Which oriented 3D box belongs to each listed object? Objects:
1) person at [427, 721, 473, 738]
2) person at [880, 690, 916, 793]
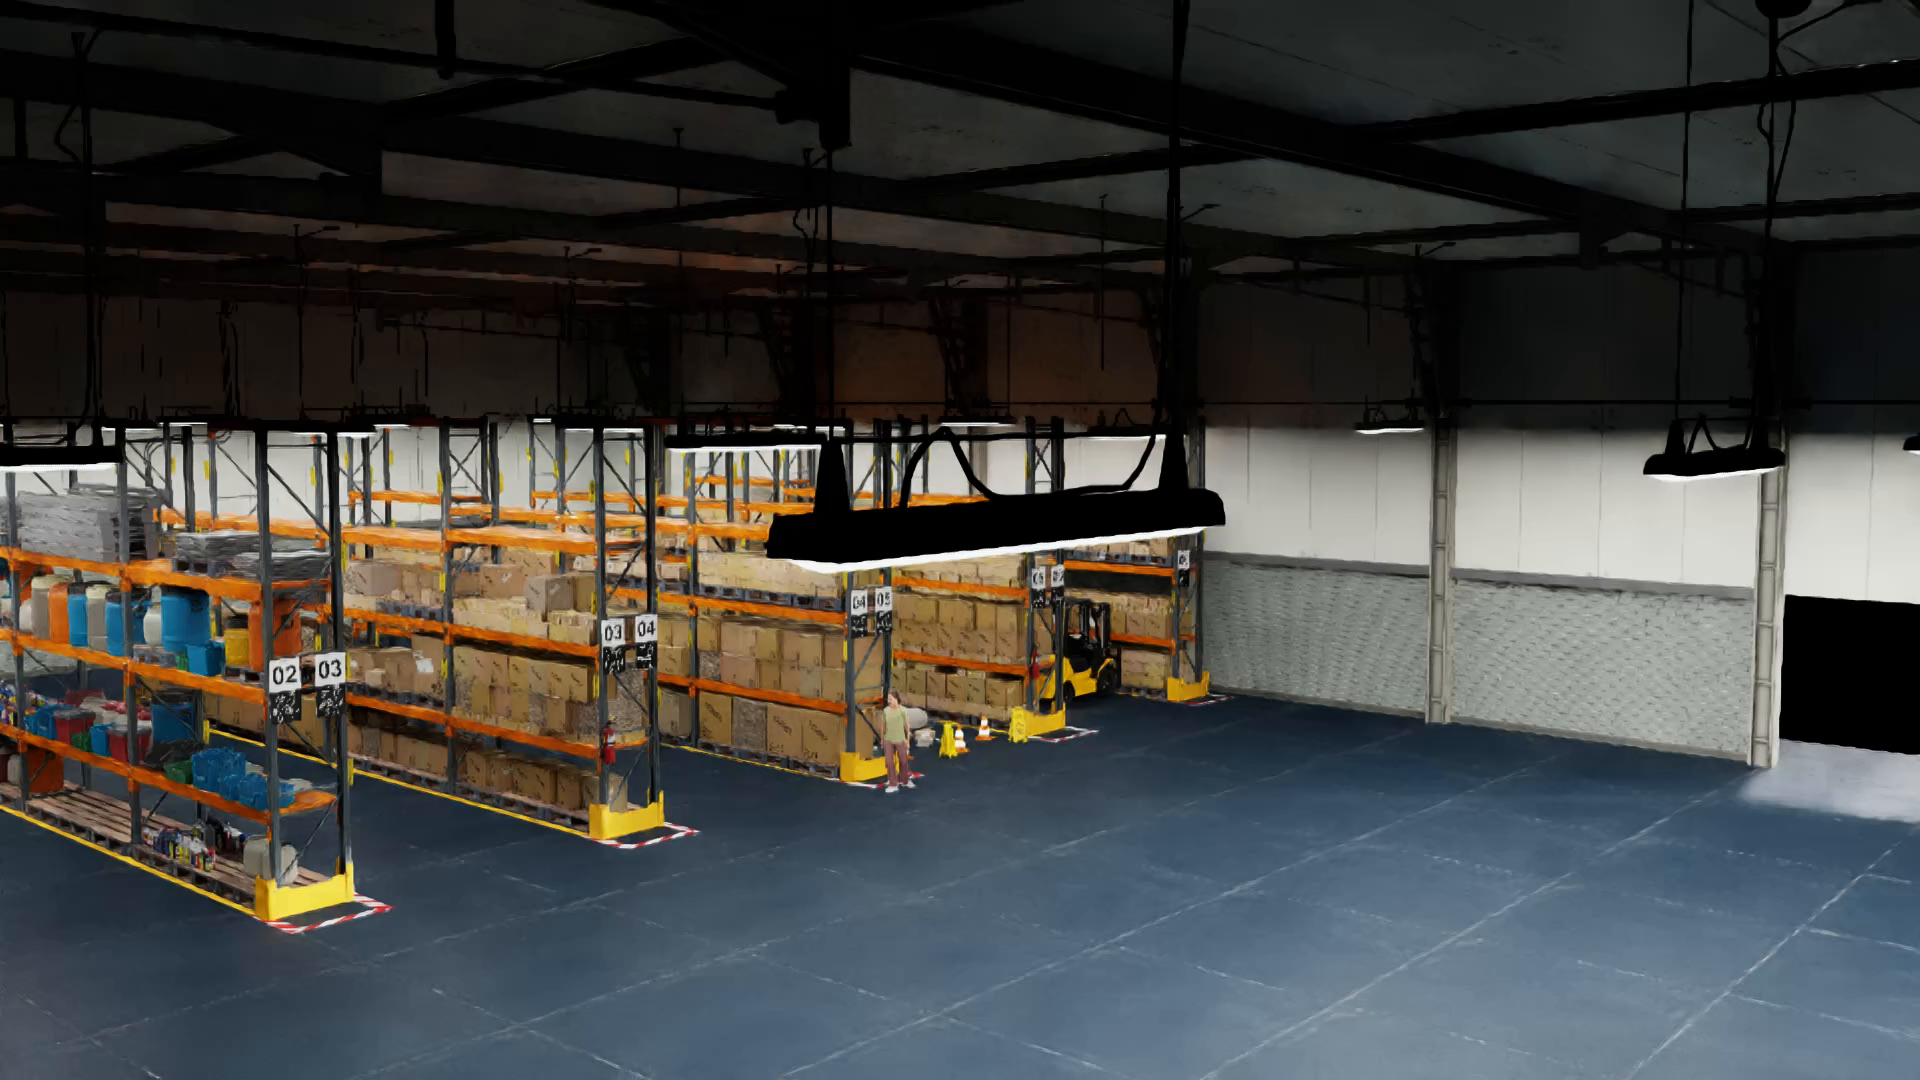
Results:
[{"bbox_3d":[-9.607,2.887,31.050,1.106,1.695,0.546,4,6,39],"label":"person"},{"bbox_3d":[-1.019,3.253,27.113,0.565,1.656,0.536,1,5,12],"label":"person"}]
